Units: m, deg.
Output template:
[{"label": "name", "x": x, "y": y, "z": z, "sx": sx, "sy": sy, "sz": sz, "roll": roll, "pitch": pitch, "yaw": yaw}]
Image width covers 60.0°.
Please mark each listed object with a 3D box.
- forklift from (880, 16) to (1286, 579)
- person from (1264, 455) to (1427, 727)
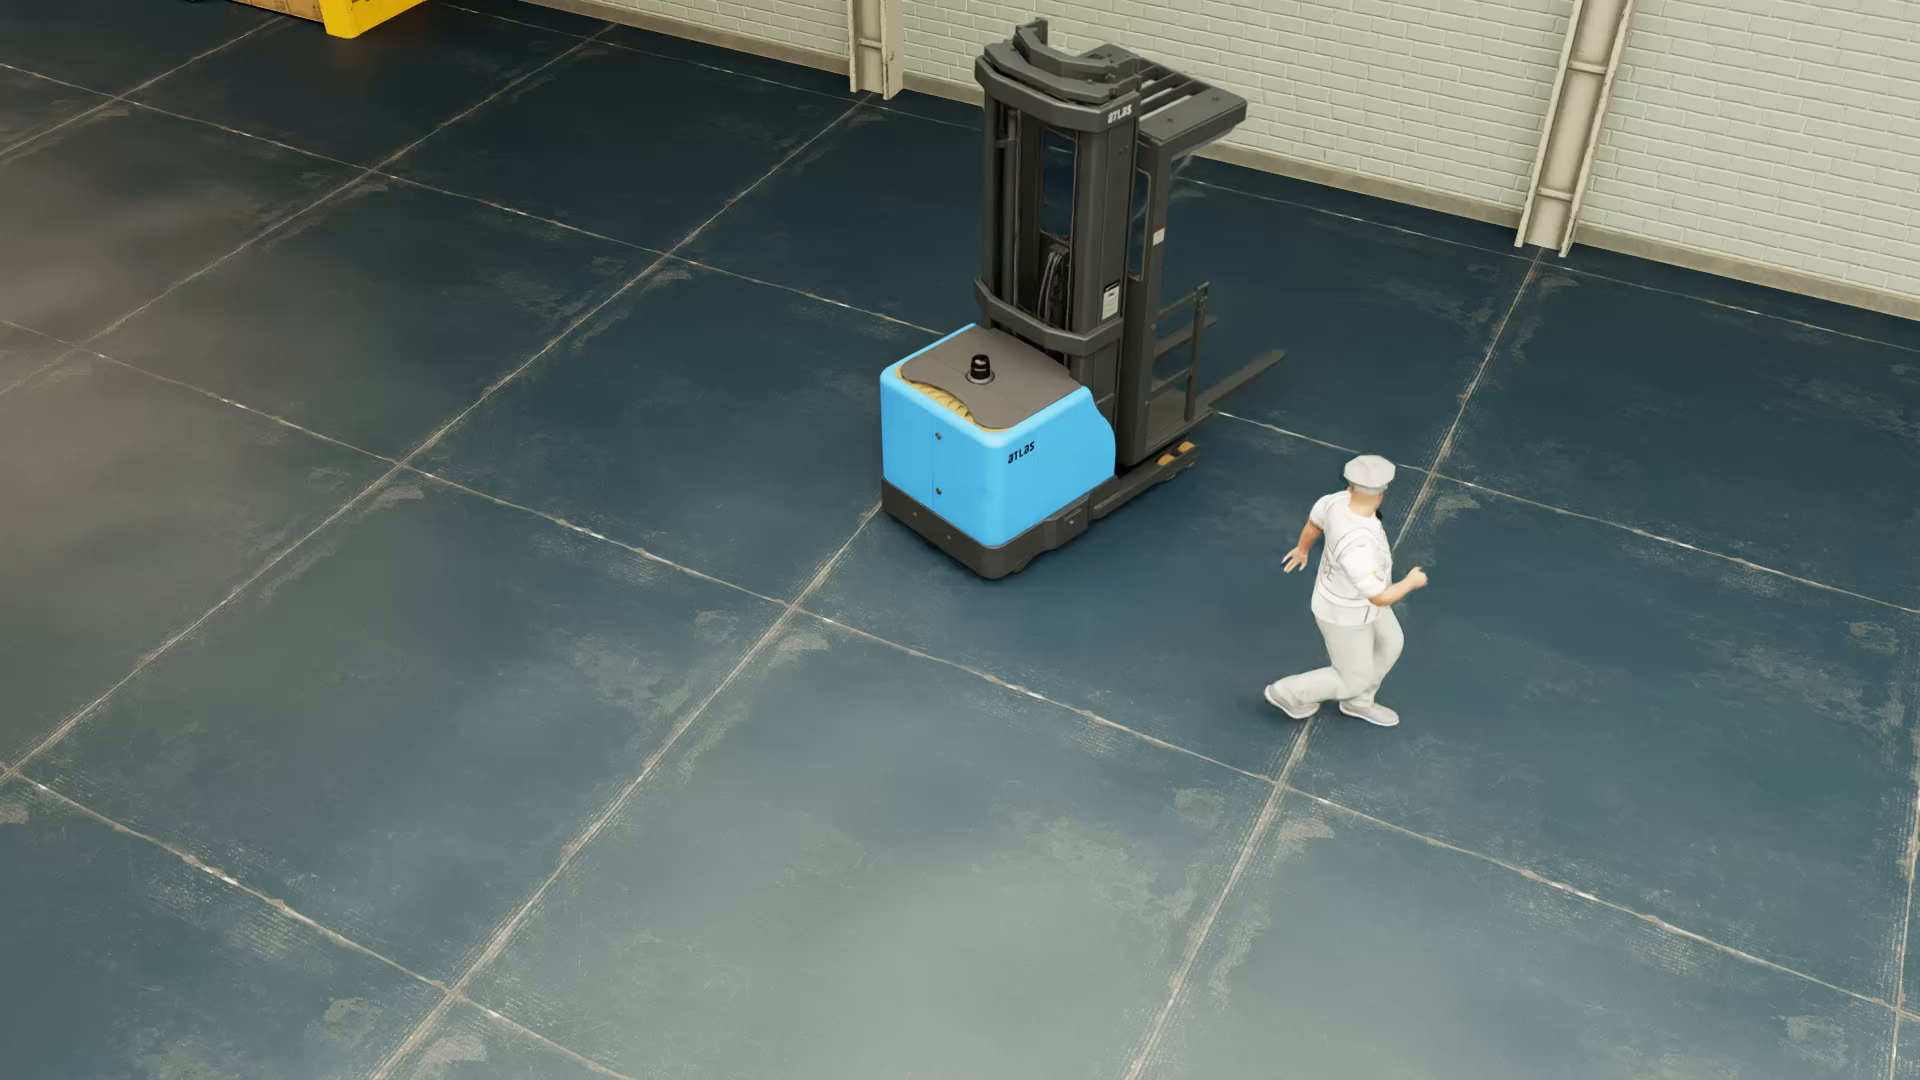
[{"label": "forklift", "x": 0.925, "y": -1.725, "z": 10.035, "sx": 3.031, "sy": 2.935, "sz": 1.130, "roll": -32, "pitch": 49, "yaw": -32}, {"label": "person", "x": 2.018, "y": 0.301, "z": 8.622, "sx": 0.779, "sy": 1.678, "sz": 0.628, "roll": 12, "pitch": 42, "yaw": 14}]
